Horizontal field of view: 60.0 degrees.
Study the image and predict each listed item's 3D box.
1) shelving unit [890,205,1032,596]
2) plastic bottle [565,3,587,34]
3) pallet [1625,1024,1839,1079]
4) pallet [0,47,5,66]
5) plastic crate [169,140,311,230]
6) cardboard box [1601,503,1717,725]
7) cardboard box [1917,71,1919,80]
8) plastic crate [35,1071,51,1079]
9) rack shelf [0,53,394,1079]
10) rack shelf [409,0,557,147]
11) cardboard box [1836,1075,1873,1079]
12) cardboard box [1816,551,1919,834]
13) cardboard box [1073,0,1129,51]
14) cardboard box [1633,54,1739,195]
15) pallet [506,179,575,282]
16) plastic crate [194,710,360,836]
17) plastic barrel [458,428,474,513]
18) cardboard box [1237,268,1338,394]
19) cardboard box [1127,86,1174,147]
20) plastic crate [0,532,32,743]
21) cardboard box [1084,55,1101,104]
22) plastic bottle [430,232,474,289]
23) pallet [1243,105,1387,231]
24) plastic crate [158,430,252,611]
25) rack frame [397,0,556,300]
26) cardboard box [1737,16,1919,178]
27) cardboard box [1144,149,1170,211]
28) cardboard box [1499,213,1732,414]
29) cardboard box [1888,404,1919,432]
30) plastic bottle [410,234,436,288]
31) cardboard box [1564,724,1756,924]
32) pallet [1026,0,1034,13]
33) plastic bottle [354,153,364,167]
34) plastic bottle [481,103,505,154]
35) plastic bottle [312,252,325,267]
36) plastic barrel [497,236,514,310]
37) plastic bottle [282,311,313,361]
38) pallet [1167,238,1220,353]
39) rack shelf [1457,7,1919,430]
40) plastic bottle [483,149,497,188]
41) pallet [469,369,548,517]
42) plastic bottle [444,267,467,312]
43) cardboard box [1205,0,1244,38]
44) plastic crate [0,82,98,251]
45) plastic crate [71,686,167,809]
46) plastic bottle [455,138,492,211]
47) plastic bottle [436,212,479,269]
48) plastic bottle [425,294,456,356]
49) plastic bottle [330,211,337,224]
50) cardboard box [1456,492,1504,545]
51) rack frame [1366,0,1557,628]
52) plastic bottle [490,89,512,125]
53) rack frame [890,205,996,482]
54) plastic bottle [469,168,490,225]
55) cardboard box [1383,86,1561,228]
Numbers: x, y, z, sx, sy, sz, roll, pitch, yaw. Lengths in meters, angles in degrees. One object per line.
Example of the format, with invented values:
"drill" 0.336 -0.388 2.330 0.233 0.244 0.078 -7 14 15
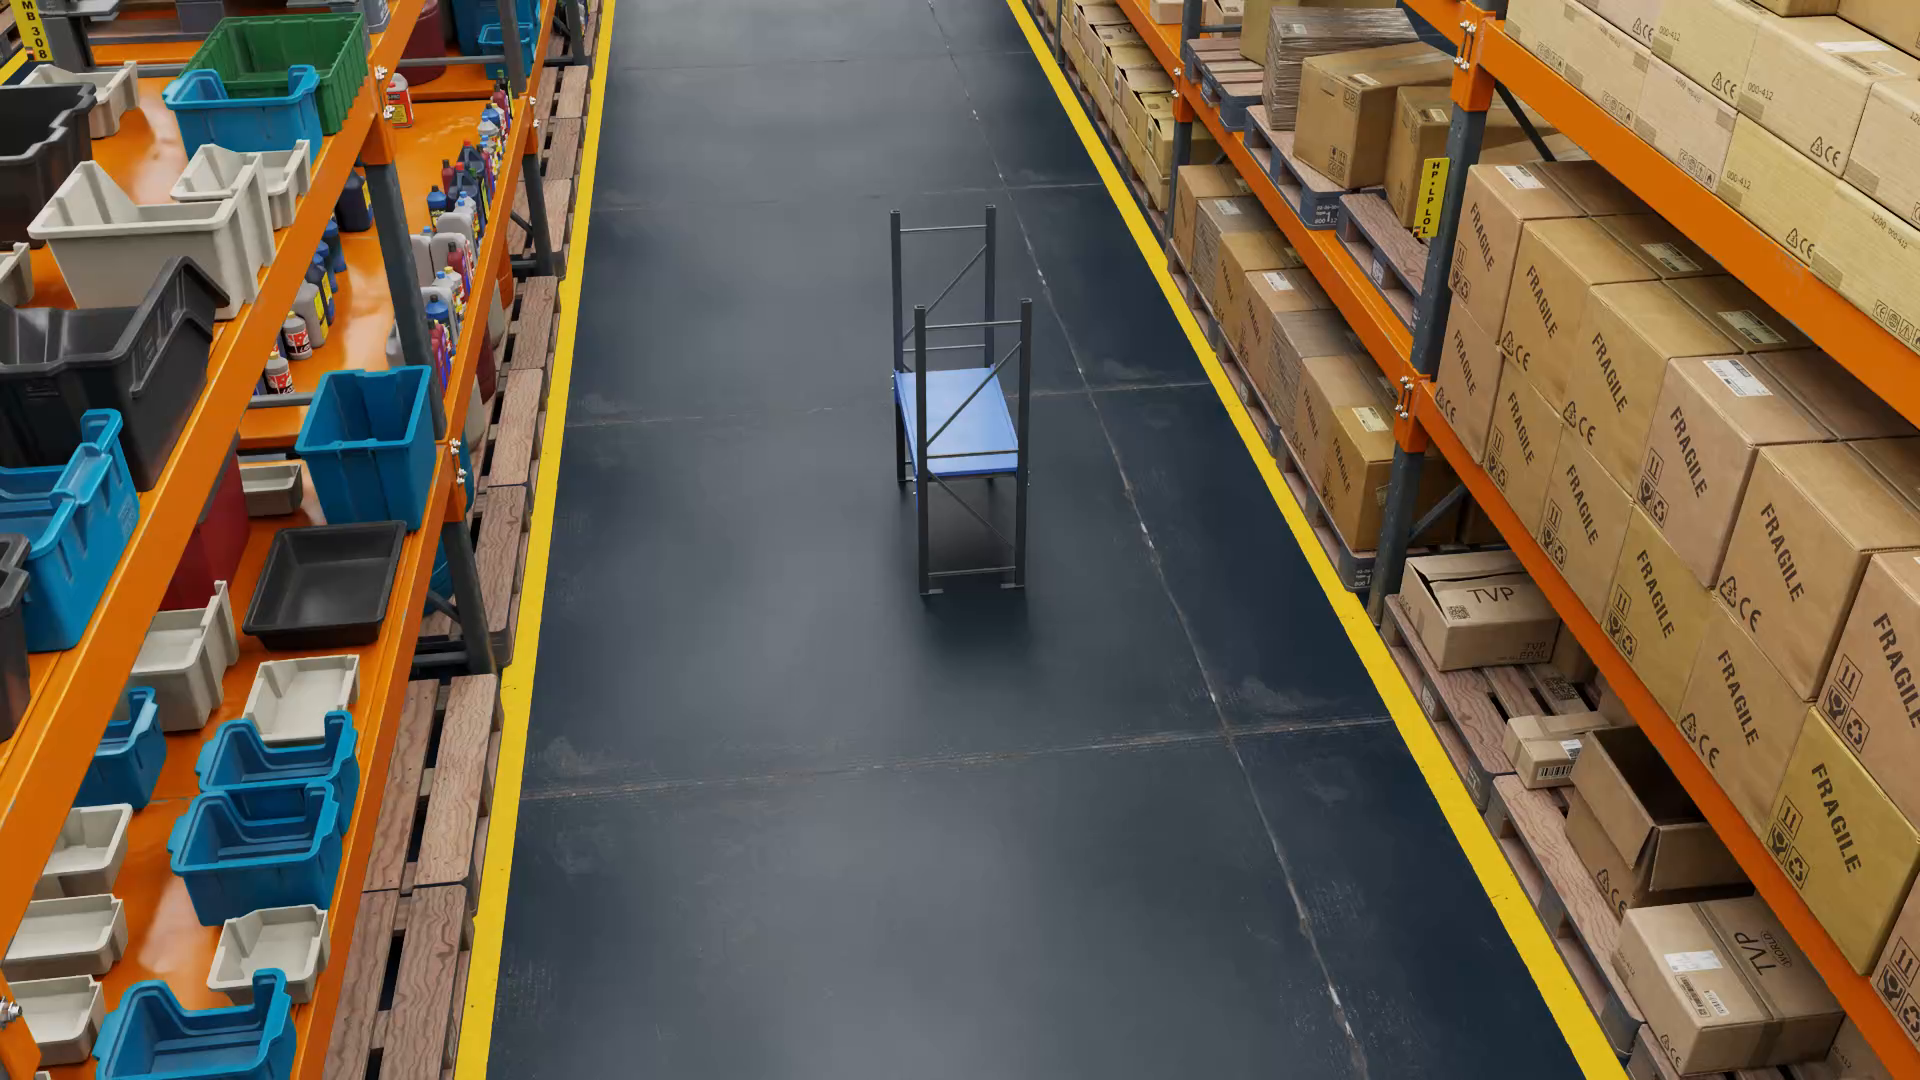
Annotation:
"shelving unit" -0.011 -0.667 7.897 0.538 1.500 1.048 -4 35 -6
"plastic bottle" -3.267 -4.443 14.134 0.152 0.276 0.135 -3 34 -5
"pallet" 2.817 1.991 5.141 1.003 0.211 1.213 -4 35 -6
"pallet" -8.621 -3.842 13.700 1.003 0.211 1.213 -4 35 -6
"plastic crate" -1.963 -0.983 4.599 0.293 0.136 0.466 -4 35 -6
"cardboard box" 2.403 0.206 5.195 0.500 0.500 0.500 -5 35 -7
"cardboard box" 2.693 -1.210 3.722 0.700 0.500 0.500 -4 35 -6
"plastic crate" -2.263 1.342 3.798 0.396 0.136 0.243 -4 35 -6
"rack shelf" -2.243 -0.359 4.089 1.077 0.370 4.000 -4 35 -6
"rack shelf" -3.319 -3.584 11.485 1.077 0.370 4.000 -4 35 -6
"cardboard box" 2.653 1.797 5.074 0.380 0.166 0.250 -4 35 -6
"cardboard box" 2.534 0.362 4.079 0.500 0.500 0.500 -3 34 -5
"cardboard box" 1.192 -4.110 13.189 0.500 0.311 0.500 -5 35 -7
"cardboard box" 2.347 -1.235 4.869 0.500 0.250 0.500 -4 35 -6
"pallet" -3.115 -2.048 11.068 1.003 0.211 1.213 -4 35 -6
"plastic crate" -1.898 0.678 4.686 0.416 0.233 0.300 -4 35 -6
"plastic barrel" -2.663 -0.540 7.869 0.600 0.901 0.708 -4 35 -6
"cardboard box" 1.851 -1.149 9.101 0.500 0.500 0.500 -5 35 -8
"cardboard box" 1.468 -2.971 11.516 0.500 0.311 0.500 -5 35 -7
"plastic crate" -1.749 0.277 2.632 0.497 0.269 0.590 -4 35 -6
"cardboard box" 1.270 -3.590 12.923 0.500 0.250 0.500 -5 35 -8
"plastic bottle" -2.321 -1.286 7.583 0.152 0.276 0.135 -4 35 -6
"pallet" 2.125 -1.974 8.654 1.003 0.211 1.213 -4 35 -6
"plastic crate" -2.640 -0.067 5.575 0.402 0.464 0.583 -4 35 -6
"rack frame" -3.050 -2.765 9.644 1.000 3.000 0.127 -4 35 -6
"cardboard box" 2.409 -1.163 4.318 0.500 0.250 0.500 -4 35 -6
"cardboard box" 1.547 -2.451 11.251 0.500 0.250 0.500 -4 34 -5
"cardboard box" 2.252 -0.789 5.767 0.500 0.500 0.500 -5 35 -8
"cardboard box" 2.927 -0.250 4.977 0.500 0.500 0.500 -5 35 -7
"plastic bottle" -2.472 -1.274 7.566 0.152 0.276 0.135 -4 35 -6
"cardboard box" 2.655 0.991 5.958 0.797 0.503 0.637 -4 35 -6
"pallet" 1.089 -5.348 15.909 1.003 0.211 1.213 -4 35 -6
"plastic bottle" -3.201 -2.126 8.820 0.097 0.271 0.097 0 34 0
"plastic bottle" -2.518 -2.216 8.952 0.097 0.271 0.097 0 34 0
"plastic bottle" -2.881 -1.181 7.433 0.097 0.271 0.097 0 34 0
"plastic barrel" -2.967 -1.770 9.738 0.600 0.830 0.708 -4 35 -6
"plastic bottle" -2.813 -0.870 7.040 0.097 0.201 0.097 0 34 0
"pallet" 1.922 -1.567 10.361 1.003 0.211 1.213 -4 35 -6
"rack shelf" 2.666 -0.732 4.636 1.077 0.370 4.000 -4 35 -6
"plastic bottle" -2.452 -1.915 8.573 0.097 0.201 0.097 0 34 0
"pallet" -2.741 -0.497 8.792 1.003 0.211 1.213 -4 35 -6
"plastic bottle" -2.260 -1.118 7.403 0.097 0.201 0.097 0 34 0
"cardboard box" 1.854 -3.308 10.519 0.500 0.311 0.500 -2 34 -3
"plastic crate" -2.616 -1.005 4.513 0.497 0.269 0.590 -4 35 -6
"plastic crate" -2.504 0.617 4.777 0.416 0.233 0.300 -4 35 -6
"plastic bottle" -2.439 -1.822 8.303 0.144 0.351 0.185 -4 35 -6
"plastic bottle" -2.352 -1.415 7.773 0.152 0.276 0.135 -4 35 -6
"plastic bottle" -2.203 -0.909 7.034 0.097 0.271 0.097 0 34 0
"plastic bottle" -3.108 -1.616 8.001 0.144 0.351 0.185 -4 35 -6
"cardboard box" 2.574 -0.344 7.920 0.500 0.500 0.500 -6 35 -9
"rack frame" 2.397 -0.906 6.916 1.000 3.000 0.127 -4 35 -6
"plastic bottle" -2.575 -2.424 9.320 0.097 0.201 0.097 0 34 0
"rack frame" -0.080 -0.951 8.314 0.500 1.500 0.032 -4 35 -6
"plastic bottle" -2.376 -1.708 8.197 0.061 0.283 0.133 -4 35 -6
"cardboard box" 2.400 -1.781 7.739 0.700 0.500 0.500 1 34 1
